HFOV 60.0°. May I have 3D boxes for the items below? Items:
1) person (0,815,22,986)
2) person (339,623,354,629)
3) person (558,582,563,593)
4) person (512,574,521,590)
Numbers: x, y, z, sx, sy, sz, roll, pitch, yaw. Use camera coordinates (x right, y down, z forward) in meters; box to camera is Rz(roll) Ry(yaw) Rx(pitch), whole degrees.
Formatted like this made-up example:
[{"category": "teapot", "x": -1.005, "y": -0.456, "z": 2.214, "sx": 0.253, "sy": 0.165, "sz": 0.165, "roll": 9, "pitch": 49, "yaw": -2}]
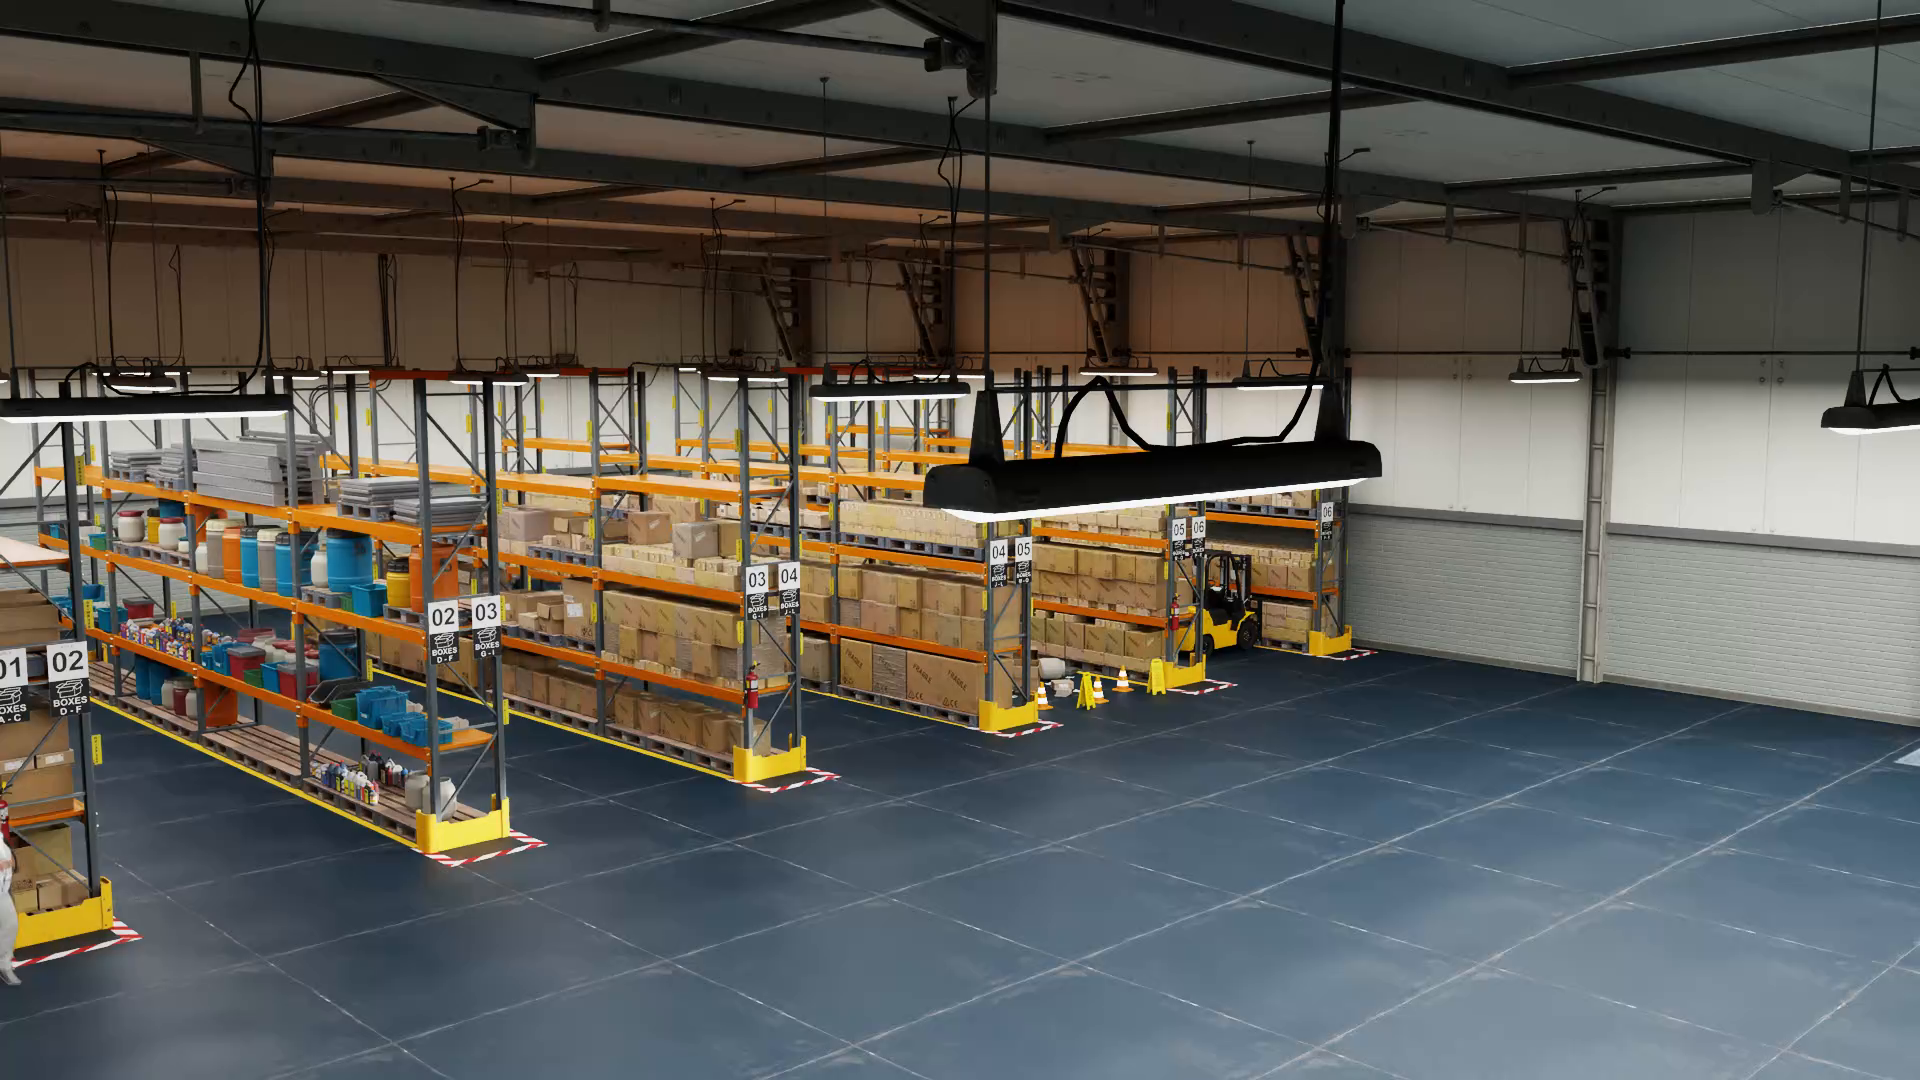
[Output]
[{"category": "person", "x": -9.818, "y": 3.577, "z": 16.741, "sx": 0.785, "sy": 1.848, "sz": 0.660, "roll": 1, "pitch": 7, "yaw": 10}, {"category": "person", "x": -10.926, "y": 2.143, "z": 29.730, "sx": 0.686, "sy": 1.714, "sz": 0.536, "roll": 5, "pitch": 8, "yaw": 40}, {"category": "person", "x": -9.828, "y": 0.787, "z": 41.867, "sx": 0.586, "sy": 1.704, "sz": 0.814, "roll": 6, "pitch": 9, "yaw": 43}, {"category": "person", "x": -10.774, "y": 0.930, "z": 40.820, "sx": 0.884, "sy": 1.567, "sz": 0.565, "roll": -1, "pitch": 6, "yaw": -5}]
